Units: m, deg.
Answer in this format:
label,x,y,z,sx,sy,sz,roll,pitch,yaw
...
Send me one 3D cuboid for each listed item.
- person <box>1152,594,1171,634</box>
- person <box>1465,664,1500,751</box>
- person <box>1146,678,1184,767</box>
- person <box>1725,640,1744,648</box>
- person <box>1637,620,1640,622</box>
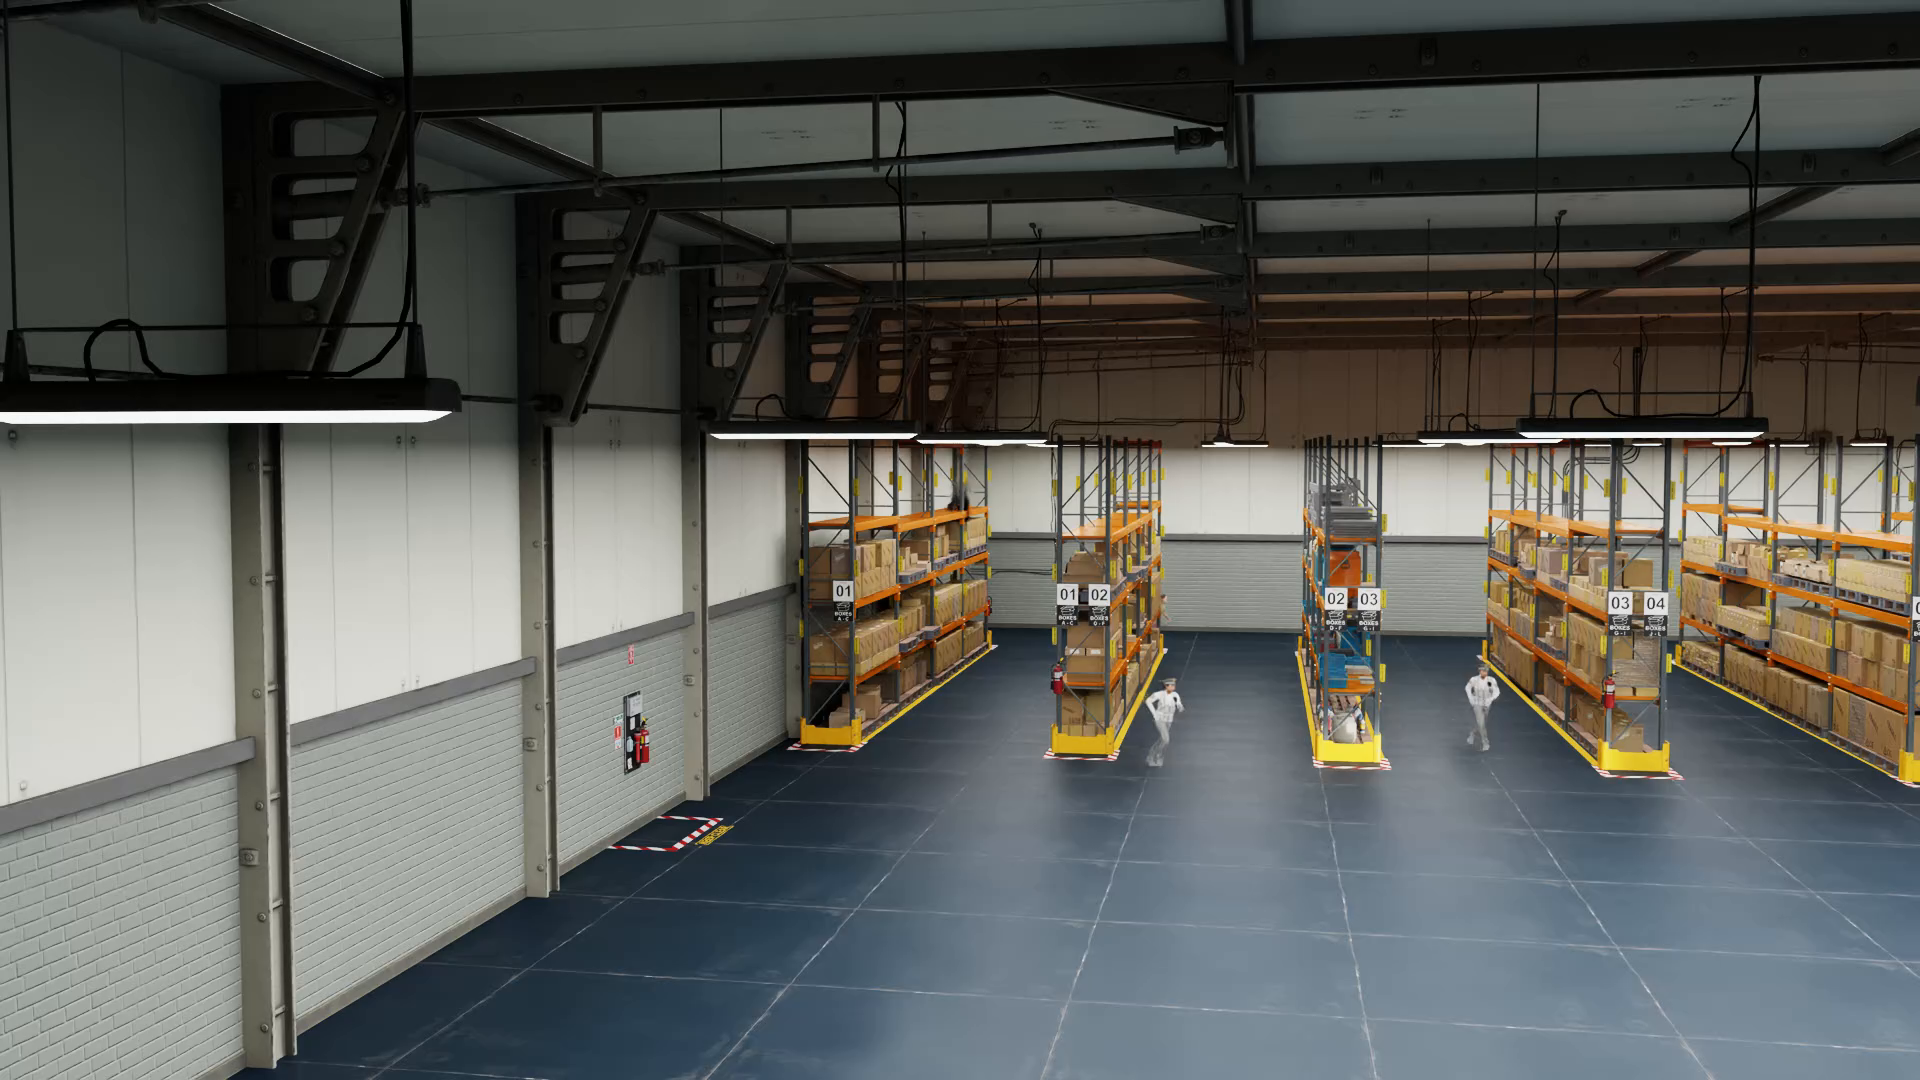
label,x,y,z,sx,sy,sz,roll,pitch,yaw
person,5.720,2.347,48.115,0.744,1.559,0.589,2,4,33
person,10.006,3.171,31.903,0.579,1.660,0.799,0,3,2
person,3.721,3.295,30.020,0.533,1.650,0.842,-2,4,-35
person,21.187,2.398,45.369,0.580,1.746,0.634,0,3,5
person,17.515,2.484,43.643,0.668,1.735,0.613,1,3,17
